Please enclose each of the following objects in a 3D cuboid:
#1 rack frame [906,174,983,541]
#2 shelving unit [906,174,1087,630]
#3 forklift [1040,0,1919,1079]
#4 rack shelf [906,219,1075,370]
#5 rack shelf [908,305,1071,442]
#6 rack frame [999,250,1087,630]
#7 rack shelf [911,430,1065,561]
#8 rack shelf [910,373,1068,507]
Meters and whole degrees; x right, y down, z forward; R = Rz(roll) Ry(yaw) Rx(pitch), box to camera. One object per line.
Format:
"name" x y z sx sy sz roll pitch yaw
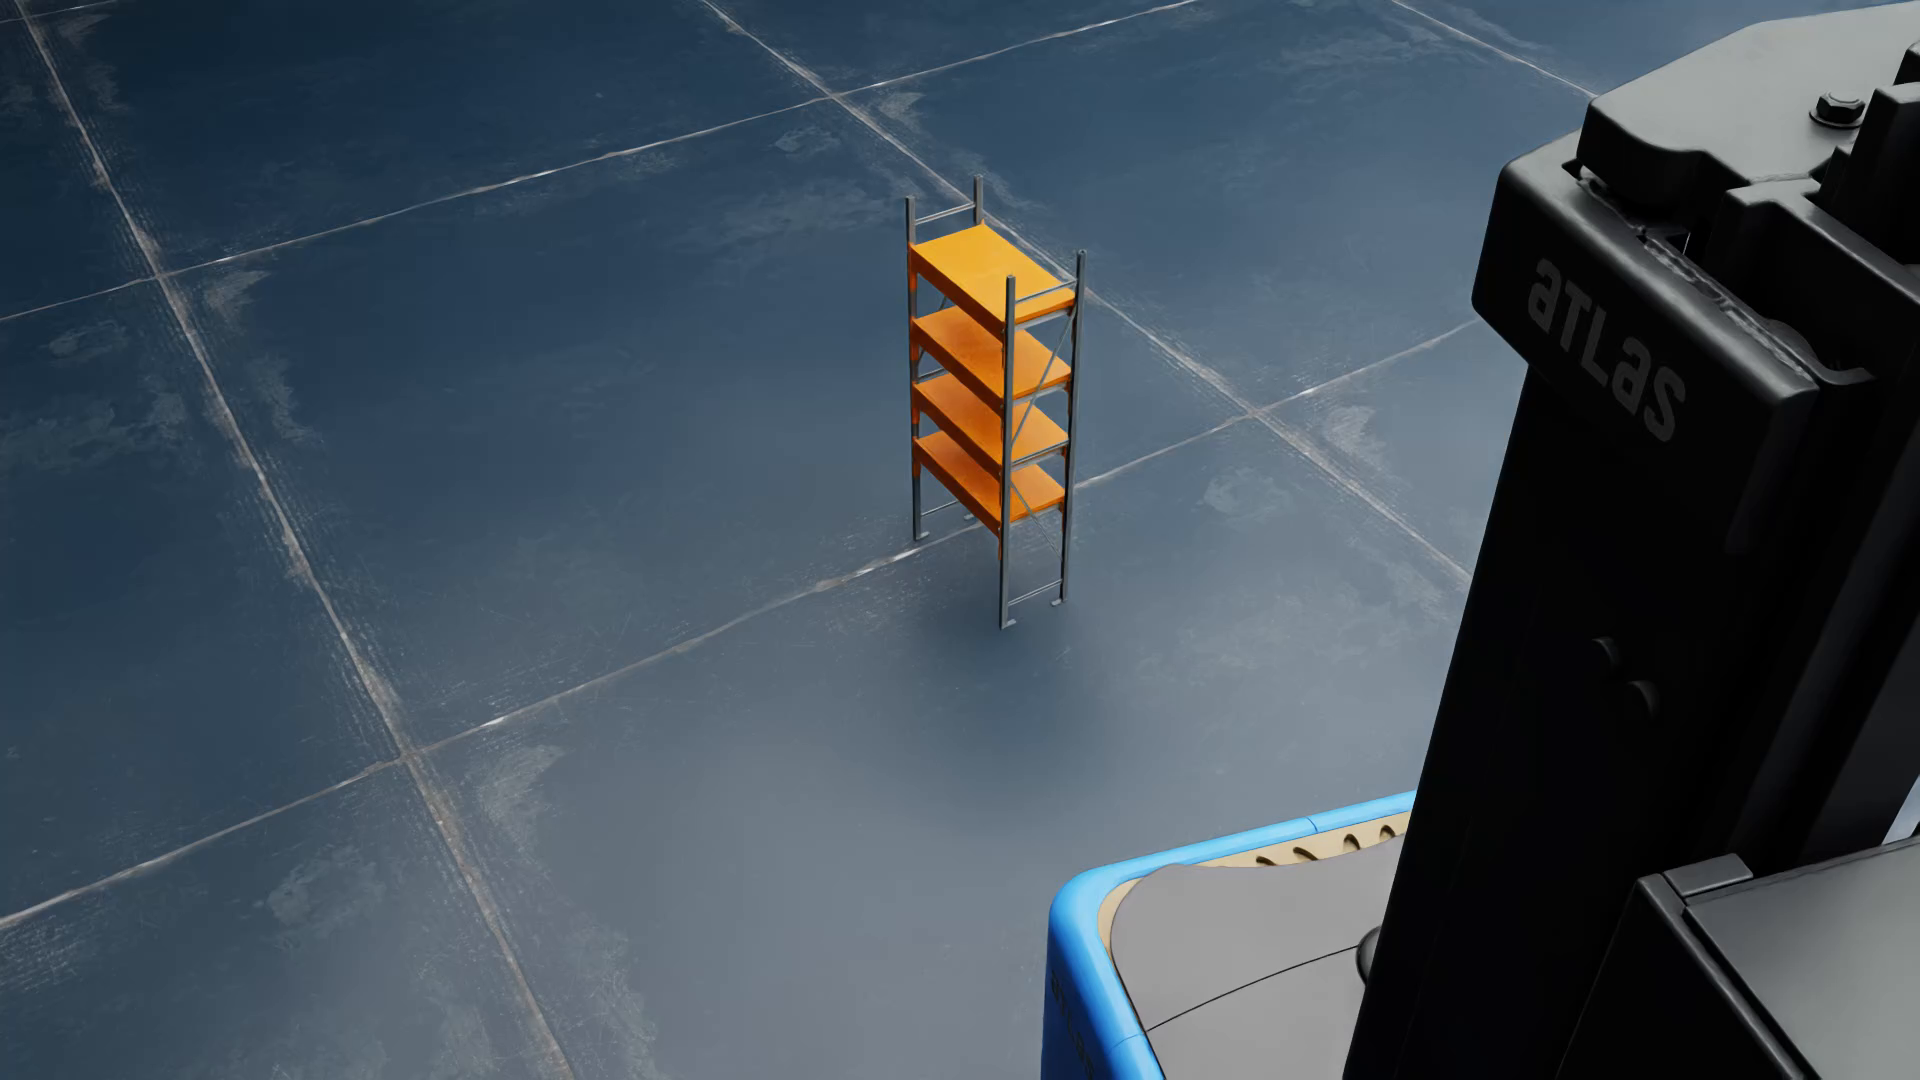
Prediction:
"rack frame" -0.042 -0.503 4.917 0.240 1.200 0.015 -22 45 -24
"shelving unit" 0.089 -0.372 4.759 0.258 1.200 0.503 -22 45 -24
"forklift" 1.052 1.098 1.642 1.130 2.935 3.031 -11 41 -13
"rack shelf" 0.089 -0.673 4.507 0.258 0.148 0.480 -22 45 -24
"rack shelf" 0.089 -0.492 4.659 0.258 0.148 0.480 -22 45 -24
"rack frame" 0.220 -0.240 4.601 0.240 1.200 0.015 -22 45 -24
"rack shelf" 0.089 -0.167 4.929 0.258 0.148 0.480 -22 45 -24
"rack shelf" 0.089 -0.320 4.802 0.258 0.148 0.480 -22 45 -24
